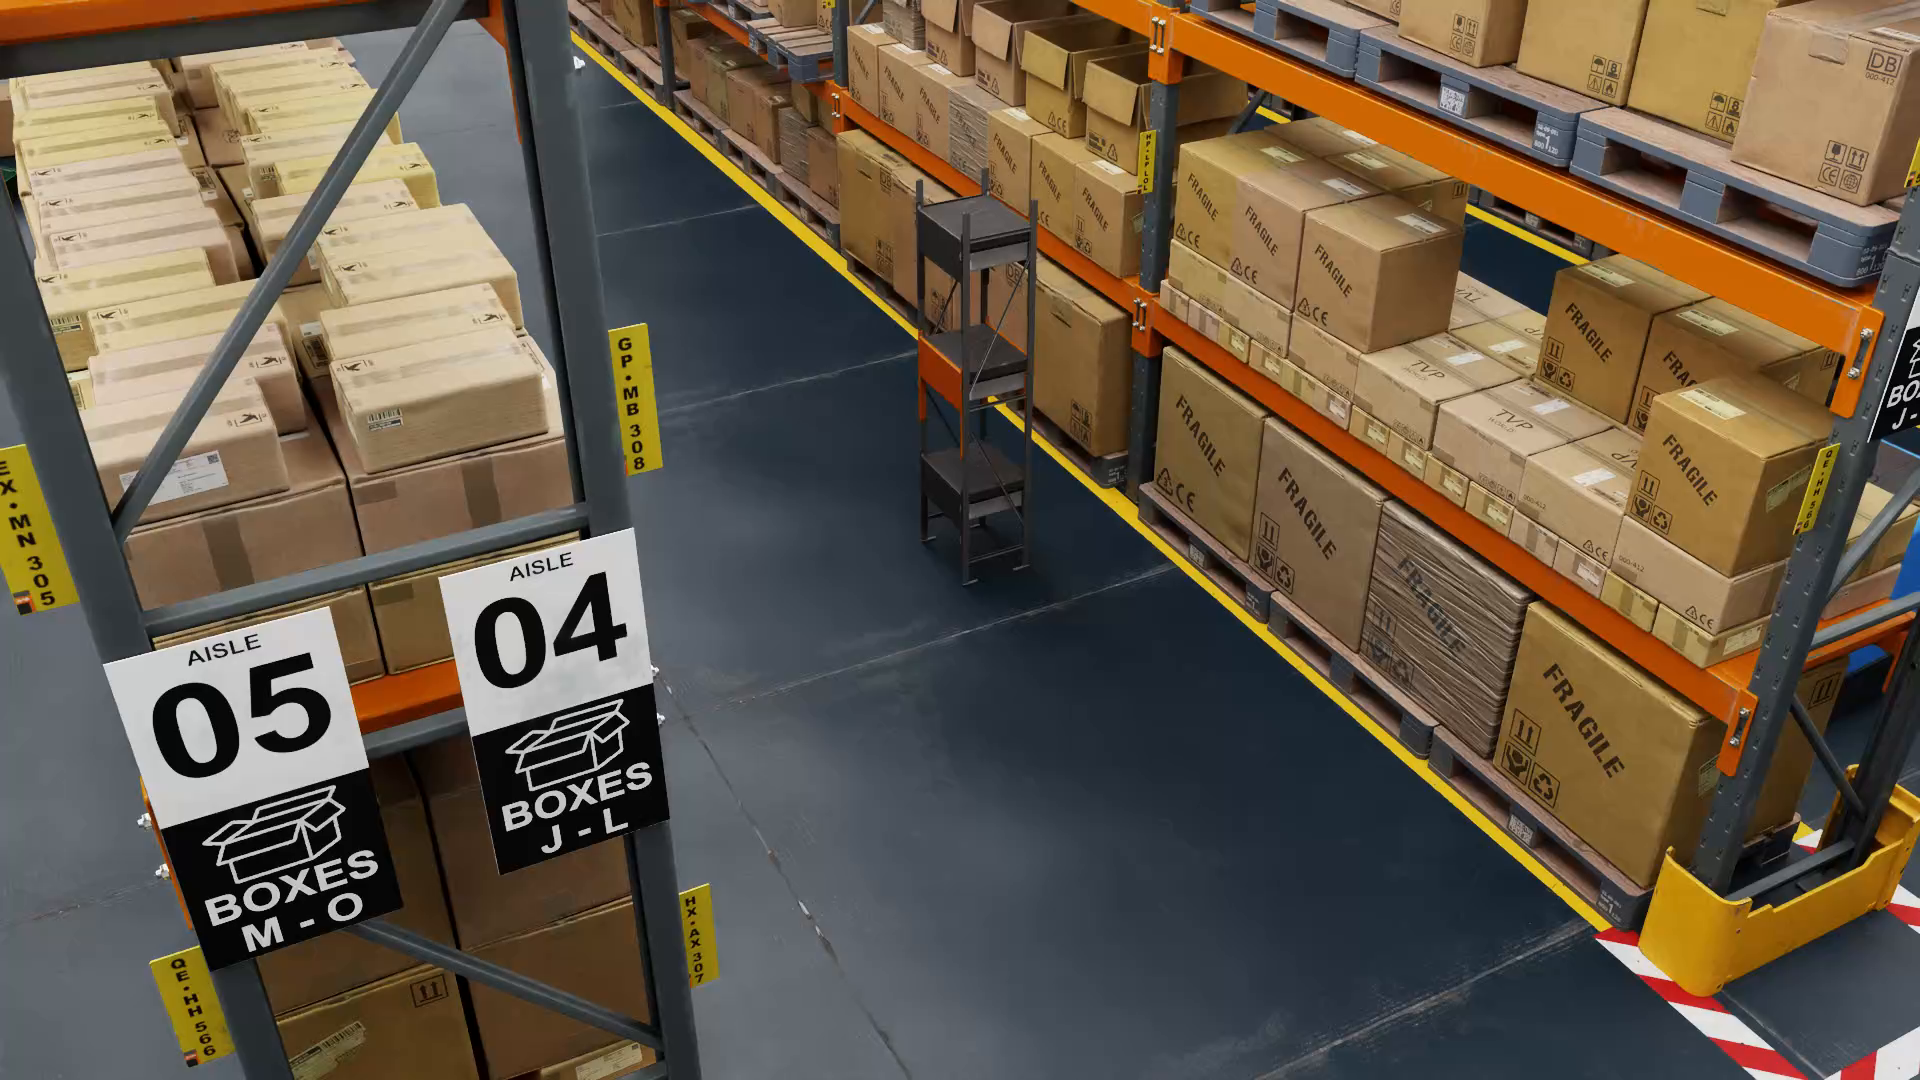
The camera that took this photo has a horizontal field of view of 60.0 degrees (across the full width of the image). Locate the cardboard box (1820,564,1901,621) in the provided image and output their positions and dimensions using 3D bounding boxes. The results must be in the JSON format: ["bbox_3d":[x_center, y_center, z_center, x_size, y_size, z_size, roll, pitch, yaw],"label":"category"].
[{"bbox_3d":[3.423,0.146,6.493,0.380,0.149,0.250,-15,36,-23],"label":"cardboard box"}]

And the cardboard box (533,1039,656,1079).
[{"bbox_3d":[-0.999,1.361,4.597,0.380,0.149,0.250,-16,36,-23],"label":"cardboard box"}]

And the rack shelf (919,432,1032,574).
[{"bbox_3d":[0.077,-0.204,8.964,0.431,0.518,0.480,-16,36,-23],"label":"rack shelf"}]

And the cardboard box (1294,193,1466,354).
[{"bbox_3d":[1.898,-1.217,7.556,0.500,0.500,0.500,-17,36,-25],"label":"cardboard box"}]

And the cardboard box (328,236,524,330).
[{"bbox_3d":[-1.253,-0.572,3.907,0.380,0.149,0.250,-16,36,-23],"label":"cardboard box"}]

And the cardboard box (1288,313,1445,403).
[{"bbox_3d":[1.893,-0.904,7.762,0.500,0.250,0.500,-15,36,-22],"label":"cardboard box"}]

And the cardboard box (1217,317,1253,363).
[{"bbox_3d":[1.521,-1.035,8.336,0.380,0.149,0.250,-15,35,-22],"label":"cardboard box"}]

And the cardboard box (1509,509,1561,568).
[{"bbox_3d":[2.484,-0.052,6.803,0.380,0.149,0.250,-15,36,-22],"label":"cardboard box"}]

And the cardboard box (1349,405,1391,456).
[{"bbox_3d":[2.004,-0.542,7.567,0.380,0.149,0.250,-17,36,-24],"label":"cardboard box"}]

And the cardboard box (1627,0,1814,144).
[{"bbox_3d":[2.851,-1.765,5.888,0.700,0.500,0.500,-17,36,-25],"label":"cardboard box"}]

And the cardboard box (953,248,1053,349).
[{"bbox_3d":[0.698,-1.625,10.605,1.225,0.875,0.875,-17,36,-25],"label":"cardboard box"}]

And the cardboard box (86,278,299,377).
[{"bbox_3d":[-1.702,-0.436,3.694,0.380,0.149,0.250,-17,36,-25],"label":"cardboard box"}]

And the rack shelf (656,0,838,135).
[{"bbox_3d":[-1.366,-4.177,13.674,1.077,0.370,4.000,-16,36,-23],"label":"rack shelf"}]

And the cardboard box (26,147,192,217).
[{"bbox_3d":[-2.251,-0.911,4.435,0.380,0.149,0.250,-17,36,-24],"label":"cardboard box"}]

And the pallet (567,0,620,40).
[{"bbox_3d":[-3.780,-5.736,18.026,1.003,0.211,1.213,-16,36,-23],"label":"pallet"}]

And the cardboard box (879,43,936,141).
[{"bbox_3d":[-0.205,-3.021,11.111,0.500,0.500,0.500,-17,36,-24],"label":"cardboard box"}]

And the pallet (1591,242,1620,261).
[{"bbox_3d":[5.490,-2.067,12.299,1.003,0.211,1.213,-16,36,-23],"label":"pallet"}]

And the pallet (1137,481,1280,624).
[{"bbox_3d":[1.717,-0.060,9.166,1.003,0.211,1.213,-16,36,-23],"label":"pallet"}]

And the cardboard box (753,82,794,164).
[{"bbox_3d":[-1.304,-3.503,13.865,0.700,0.500,0.500,-13,35,-19],"label":"cardboard box"}]

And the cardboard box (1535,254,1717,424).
[{"bbox_3d":[2.832,-0.867,7.009,0.500,0.500,0.500,-17,36,-24],"label":"cardboard box"}]

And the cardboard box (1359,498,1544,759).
[{"bbox_3d":[2.503,0.291,7.614,0.875,0.875,0.875,-16,36,-23],"label":"cardboard box"}]

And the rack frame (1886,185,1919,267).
[{"bbox_3d":[3.297,-2.233,4.413,1.000,3.000,0.127,-16,36,-23],"label":"rack frame"}]

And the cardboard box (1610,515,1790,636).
[{"bbox_3d":[2.836,0.066,6.248,0.500,0.250,0.500,-16,36,-24],"label":"cardboard box"}]

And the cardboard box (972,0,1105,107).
[{"bbox_3d":[0.513,-3.007,10.158,0.797,0.503,0.637,-15,35,-22],"label":"cardboard box"}]

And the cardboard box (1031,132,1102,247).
[{"bbox_3d":[0.747,-2.051,9.596,0.500,0.500,0.500,-15,35,-22],"label":"cardboard box"}]

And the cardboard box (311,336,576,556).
[{"bbox_3d":[-1.118,-0.198,3.692,0.500,0.250,0.500,-15,36,-22],"label":"cardboard box"}]

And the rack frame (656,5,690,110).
[{"bbox_3d":[-2.298,-5.434,14.970,1.000,3.000,0.127,-16,36,-23],"label":"rack frame"}]

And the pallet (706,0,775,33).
[{"bbox_3d":[-1.393,-4.379,13.501,1.003,0.211,1.213,-16,36,-23],"label":"pallet"}]

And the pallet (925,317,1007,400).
[{"bbox_3d":[0.432,-1.374,11.218,1.003,0.211,1.213,-16,36,-23],"label":"pallet"}]

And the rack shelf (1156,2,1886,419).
[{"bbox_3d":[2.364,-1.622,6.906,1.077,0.370,4.000,-16,36,-23],"label":"rack shelf"}]

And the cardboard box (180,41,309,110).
[{"bbox_3d":[-2.314,-1.530,5.402,0.380,0.149,0.250,-15,35,-21],"label":"cardboard box"}]

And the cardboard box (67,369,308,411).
[{"bbox_3d":[-1.818,-0.318,3.879,0.500,0.250,0.500,-17,36,-24],"label":"cardboard box"}]

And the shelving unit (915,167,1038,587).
[{"bbox_3d":[0.077,-0.805,8.579,0.431,2.100,0.503,-16,36,-23],"label":"shelving unit"}]

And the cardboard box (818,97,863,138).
[{"bbox_3d":[-0.772,-3.286,12.831,0.500,0.250,0.500,-14,35,-21],"label":"cardboard box"}]

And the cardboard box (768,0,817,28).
[{"bbox_3d":[-1.069,-4.233,12.613,0.700,0.500,0.500,-11,34,-16],"label":"cardboard box"}]

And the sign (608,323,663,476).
[{"bbox_3d":[-0.658,-0.276,3.328,0.100,0.325,0.005,-16,36,-23],"label":"sign"}]

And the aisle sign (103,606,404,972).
[{"bbox_3d":[-1.370,0.508,3.286,0.394,0.787,0.004,-16,36,-23],"label":"aisle sign"}]

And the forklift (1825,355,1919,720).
[{"bbox_3d":[3.562,-1.114,8.291,1.130,2.935,3.031,-18,37,-26],"label":"forklift"}]

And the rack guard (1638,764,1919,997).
[{"bbox_3d":[3.308,1.357,6.688,1.175,0.500,0.348,-16,36,-23],"label":"rack guard"}]

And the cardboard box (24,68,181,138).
[{"bbox_3d":[-2.598,-1.298,5.039,0.380,0.149,0.250,-17,36,-25],"label":"cardboard box"}]

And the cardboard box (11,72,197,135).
[{"bbox_3d":[-2.763,-1.298,5.409,0.500,0.250,0.500,-16,36,-23],"label":"cardboard box"}]

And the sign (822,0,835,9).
[{"bbox_3d":[-0.909,-3.838,11.479,0.100,0.325,0.005,-16,36,-23],"label":"sign"}]

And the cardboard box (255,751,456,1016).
[{"bbox_3d":[-1.572,0.748,4.026,0.500,0.500,0.500,-17,36,-24],"label":"cardboard box"}]

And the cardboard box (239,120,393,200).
[{"bbox_3d":[-1.786,-1.047,4.647,0.380,0.149,0.250,-15,35,-22],"label":"cardboard box"}]

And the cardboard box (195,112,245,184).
[{"bbox_3d":[-2.084,-1.172,5.213,0.500,0.250,0.500,-14,35,-21],"label":"cardboard box"}]

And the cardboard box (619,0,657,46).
[{"bbox_3d":[-3.082,-5.307,16.700,0.500,0.500,0.500,-19,37,-27],"label":"cardboard box"}]

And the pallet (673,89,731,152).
[{"bbox_3d":[-1.934,-3.889,15.143,1.003,0.211,1.213,-16,36,-23],"label":"pallet"}]

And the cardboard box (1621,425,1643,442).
[{"bbox_3d":[3.063,-0.313,6.840,0.500,0.250,0.500,-16,36,-24],"label":"cardboard box"}]
